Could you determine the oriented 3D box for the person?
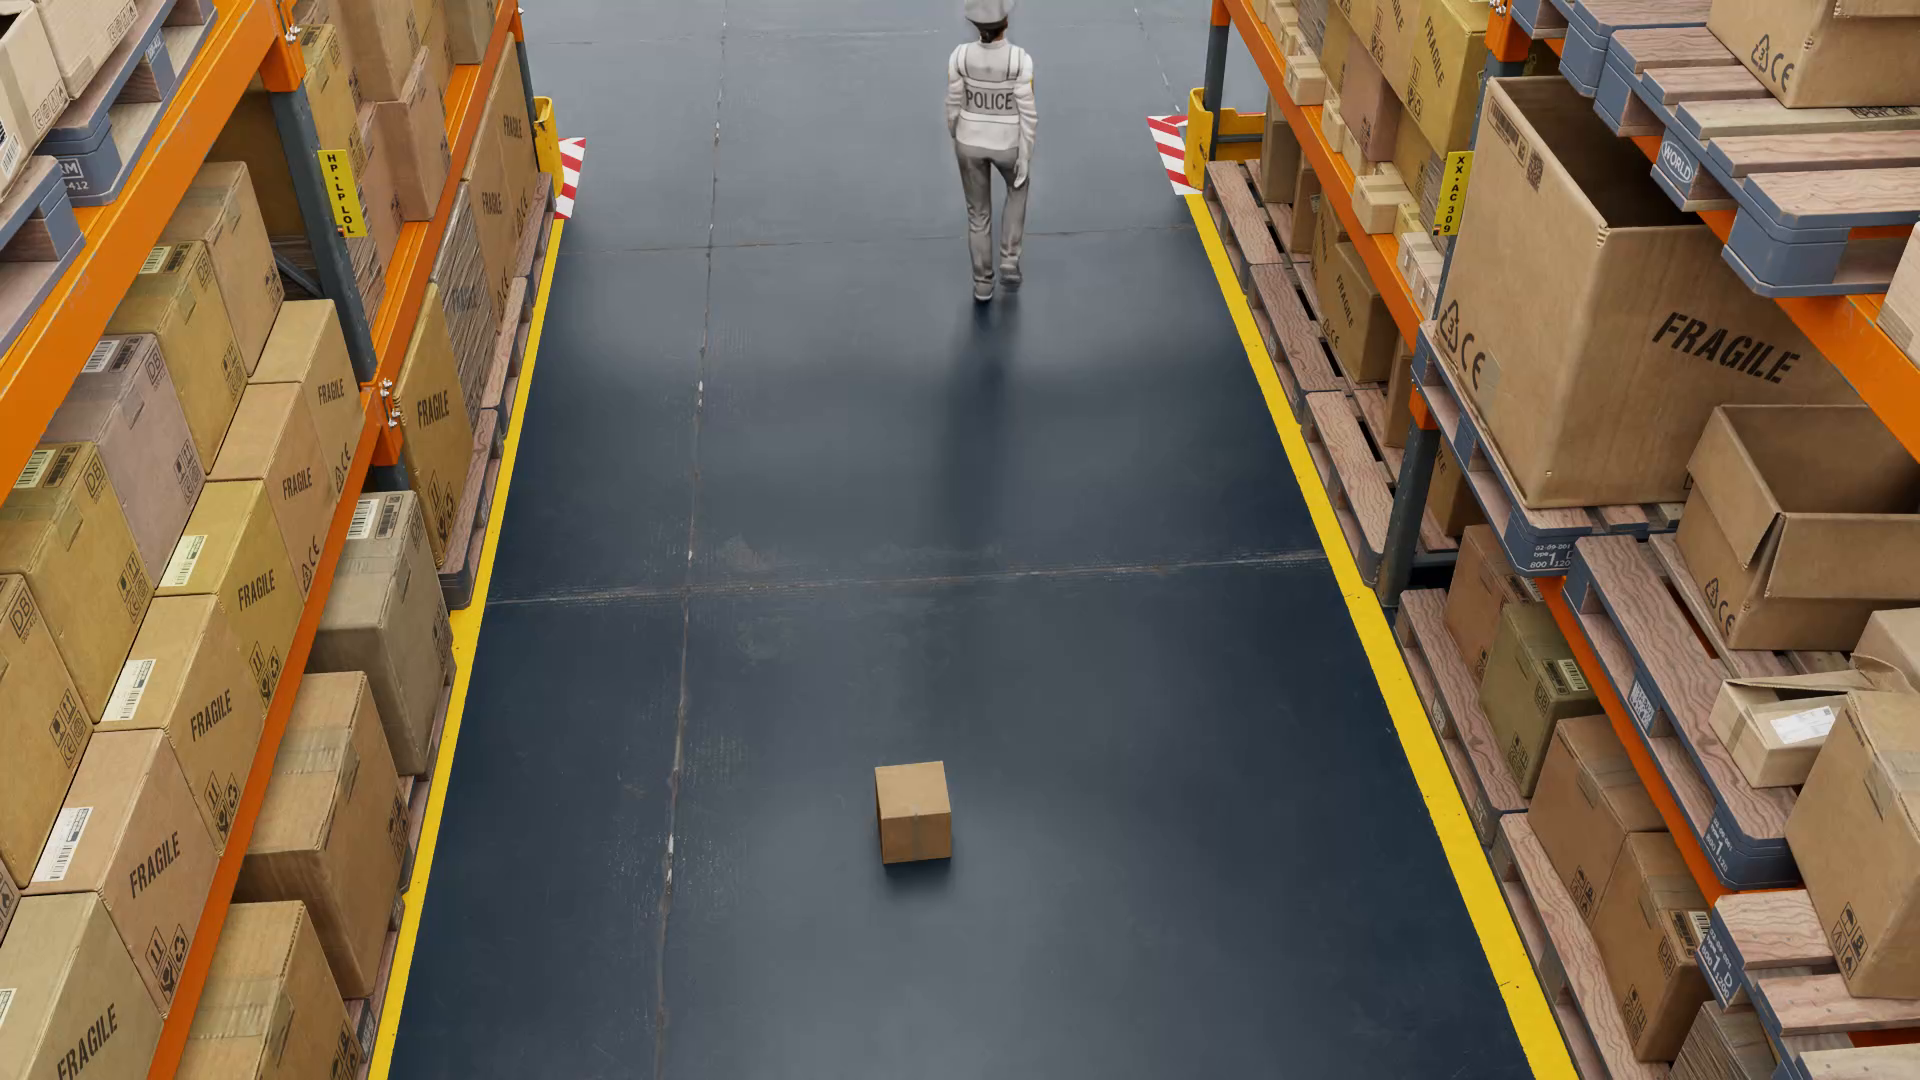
[{"bbox_3d":[0.164,-2.056,8.633,0.477,1.720,0.456,3,39,3],"label":"person"}]
